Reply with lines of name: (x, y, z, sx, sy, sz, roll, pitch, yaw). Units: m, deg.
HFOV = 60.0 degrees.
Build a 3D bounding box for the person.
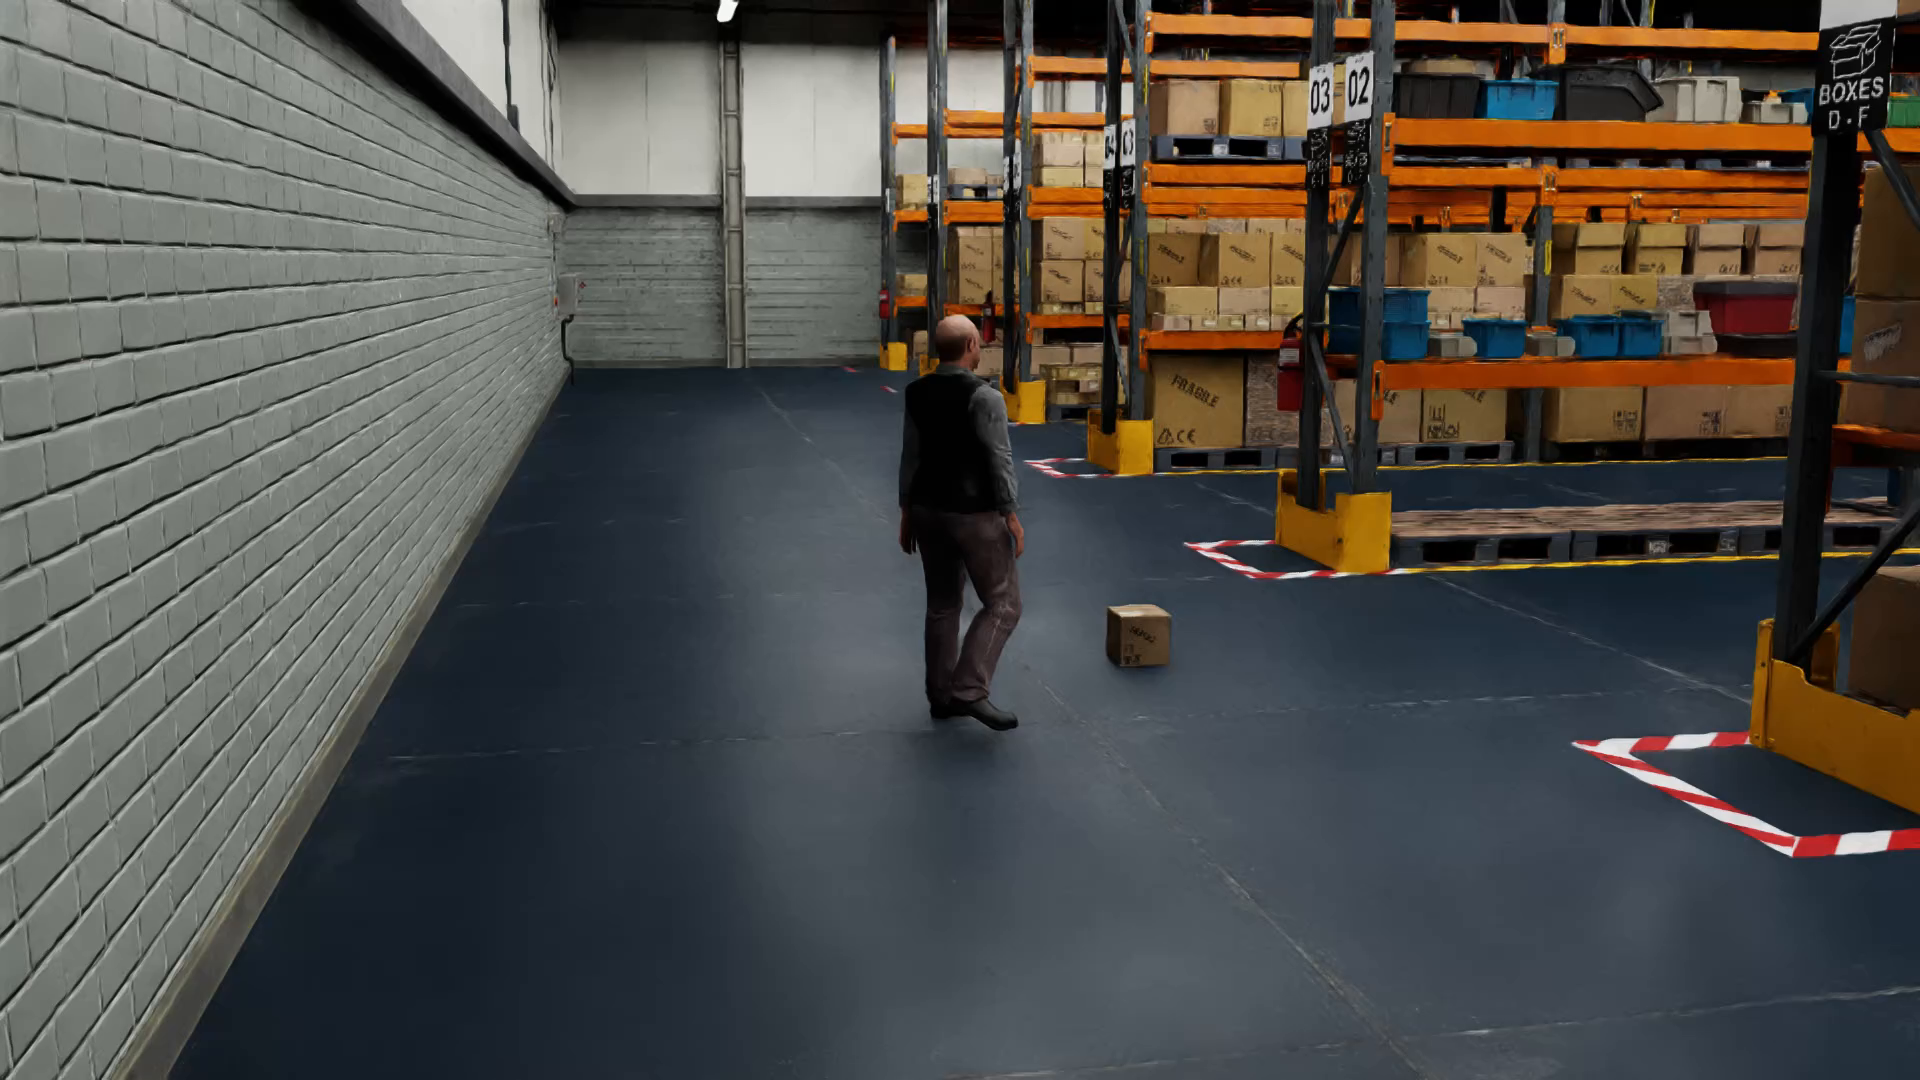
person: (0.027, -0.074, 6.951, 0.728, 1.714, 0.512, 9, 13, 43)
